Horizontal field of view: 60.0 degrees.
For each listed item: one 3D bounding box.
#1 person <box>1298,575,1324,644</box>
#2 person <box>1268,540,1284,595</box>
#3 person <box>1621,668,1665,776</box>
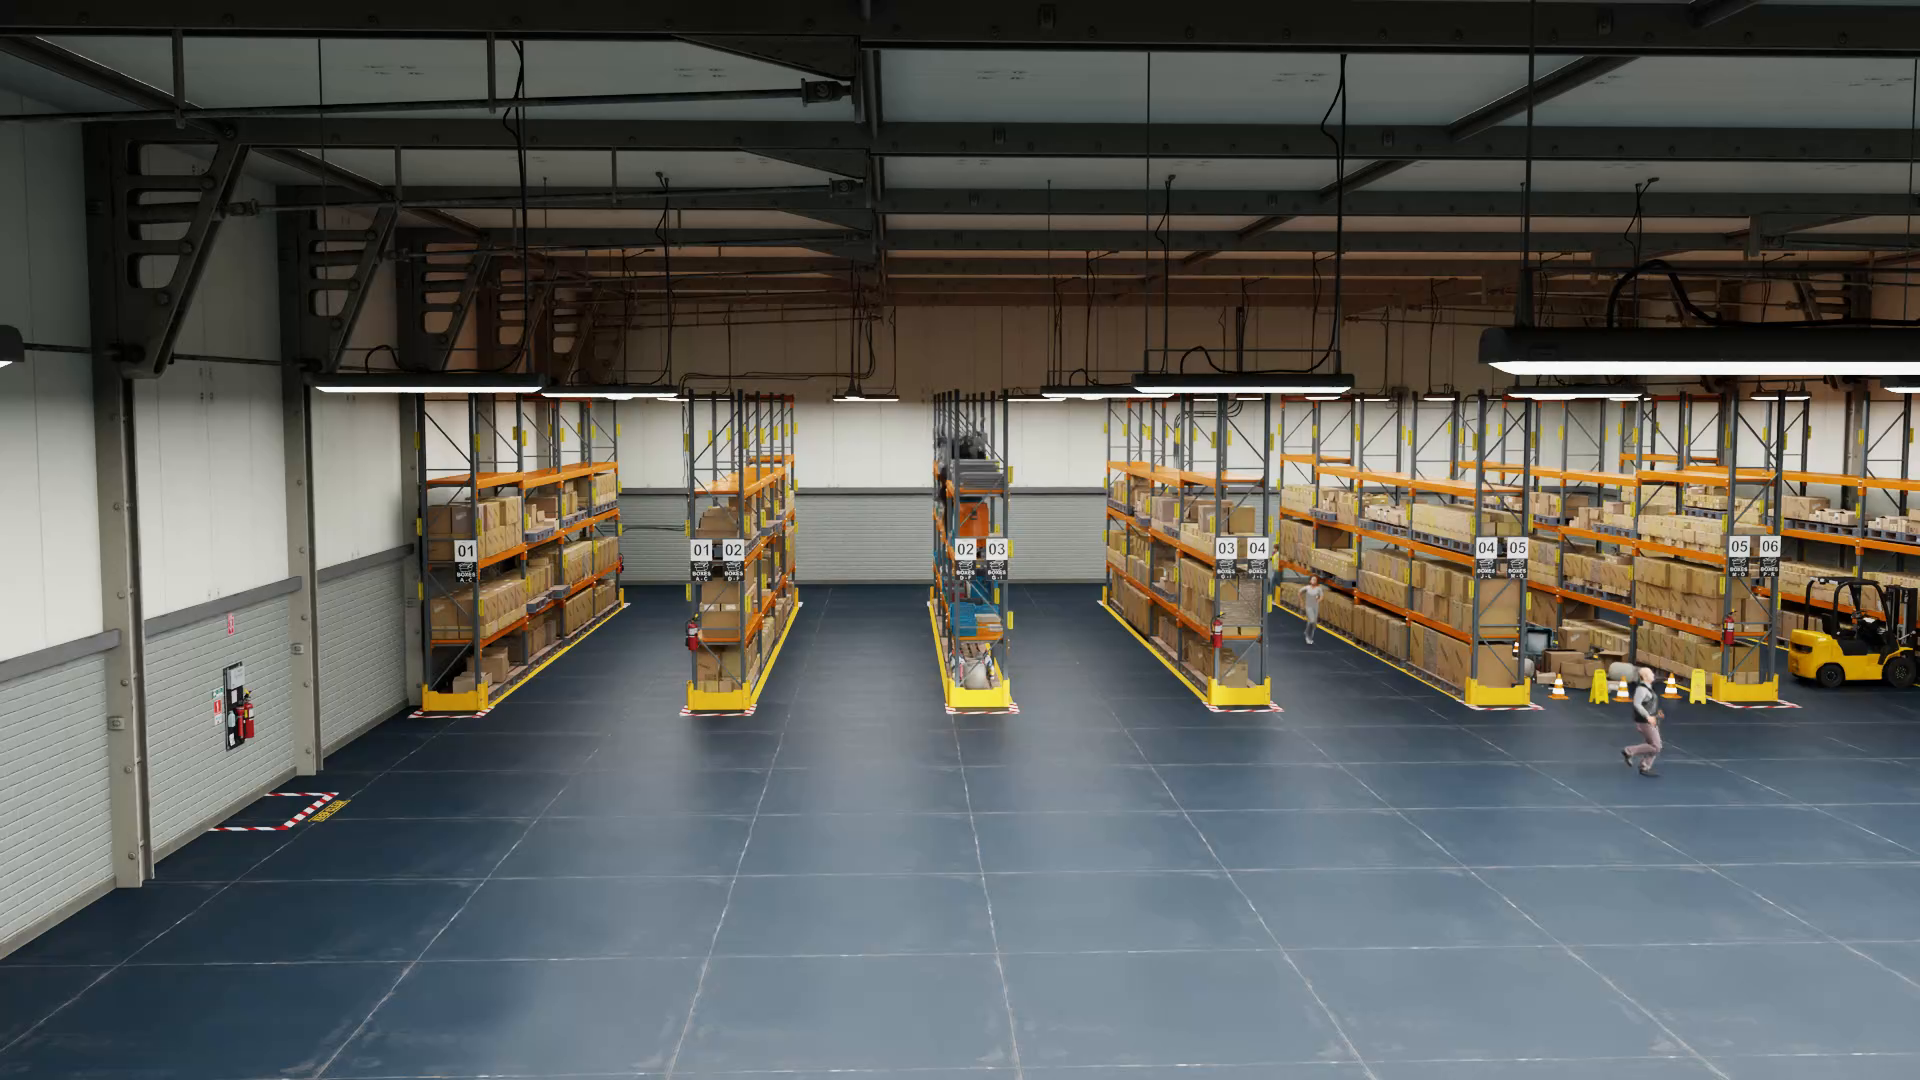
[{"bbox_3d":[8.390,1.653,39.615,0.552,1.639,0.613,-1,5,-10],"label":"person"},{"bbox_3d":[9.362,0.854,48.936,0.897,1.751,0.743,-1,5,-8],"label":"person"},{"bbox_3d":[10.539,2.801,25.647,0.586,1.681,0.669,2,5,26],"label":"person"}]
